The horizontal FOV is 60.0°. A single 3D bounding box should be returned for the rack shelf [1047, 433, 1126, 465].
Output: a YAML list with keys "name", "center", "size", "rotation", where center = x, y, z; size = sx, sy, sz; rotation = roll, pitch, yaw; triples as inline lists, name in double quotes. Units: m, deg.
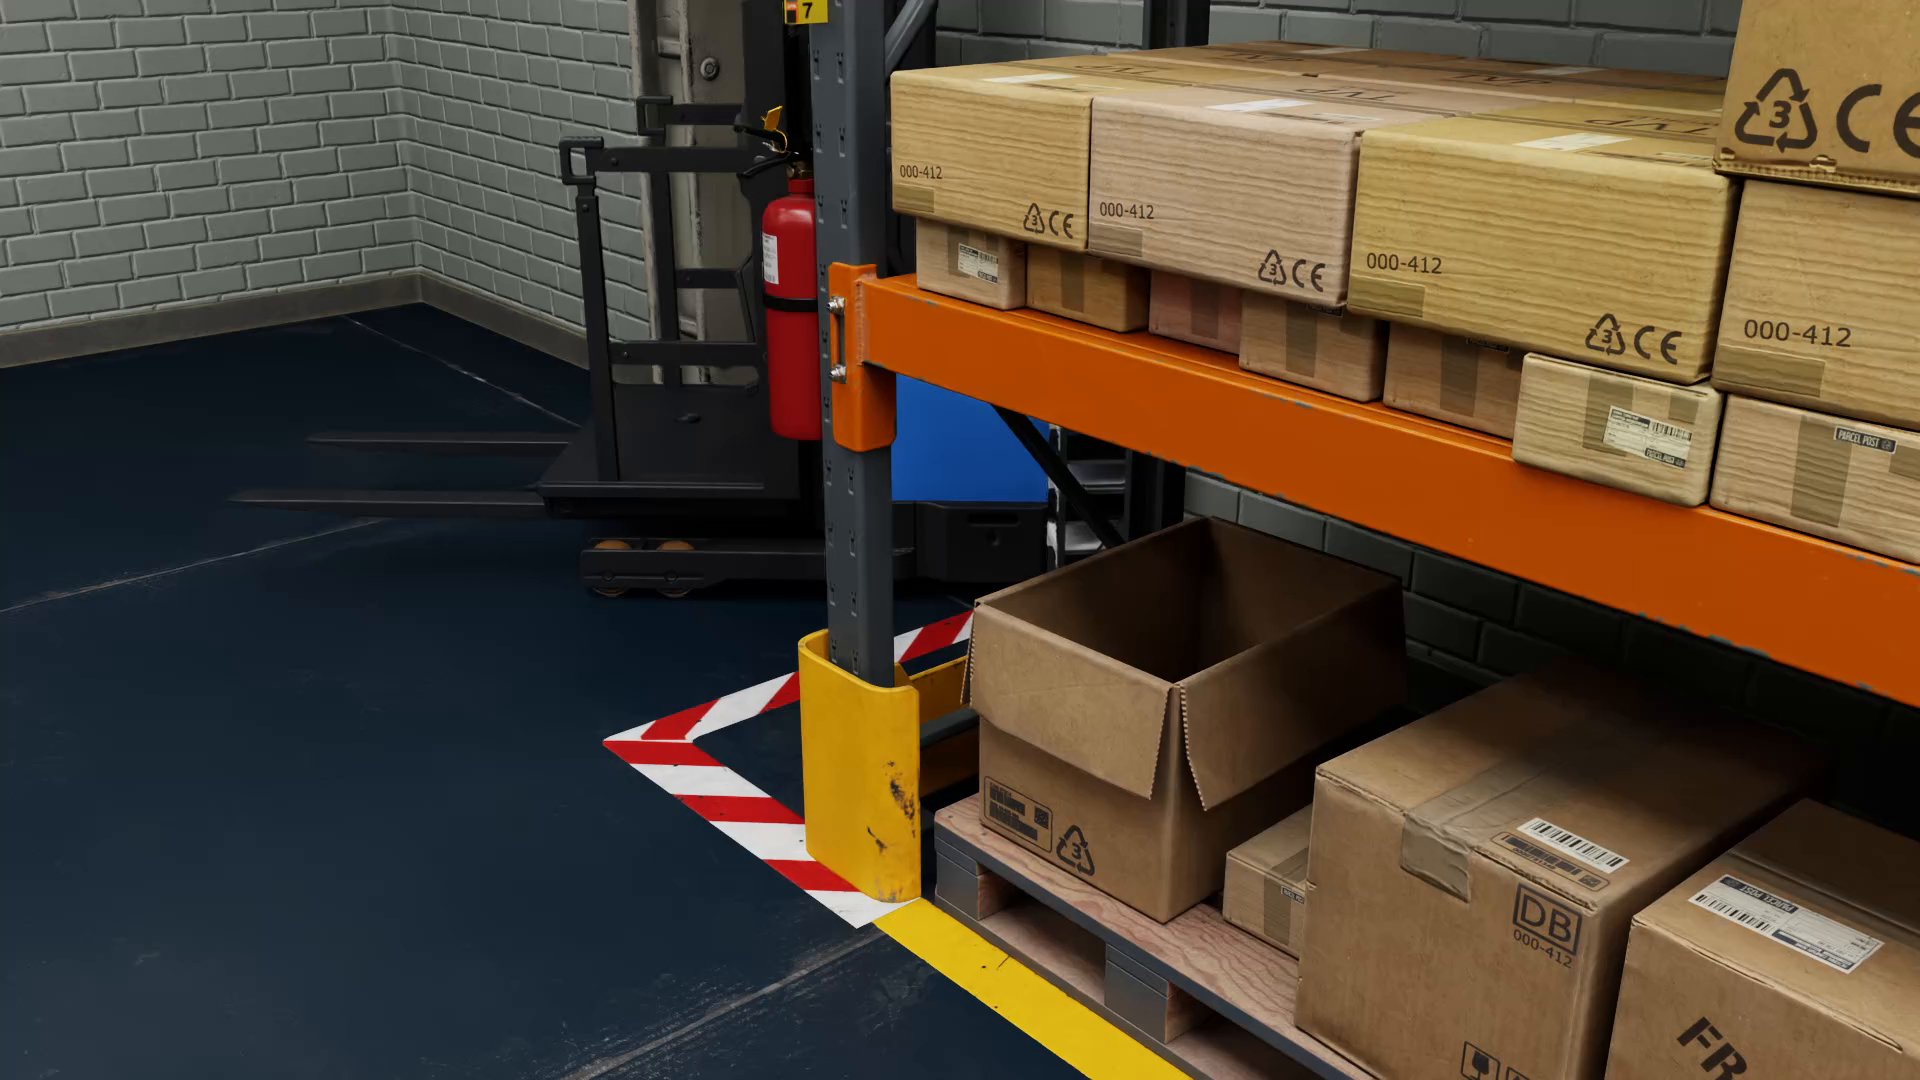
- name: "rack shelf"
  center: [0.387, -0.237, 4.701]
  size: [0.258, 0.077, 0.200]
  rotation: [-2, 21, -4]

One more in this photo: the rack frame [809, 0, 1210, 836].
- name: "rack frame"
  center: [0.133, -0.825, 3.478]
  size: [1.000, 3.000, 0.127]
  rotation: [-17, 27, -37]

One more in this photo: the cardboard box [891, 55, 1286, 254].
- name: "cardboard box"
  center: [0.225, -0.704, 2.967]
  size: [0.500, 0.250, 0.500]
  rotation: [-17, 27, -37]

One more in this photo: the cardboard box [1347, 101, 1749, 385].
- name: "cardboard box"
  center: [0.887, -0.426, 2.256]
  size: [0.500, 0.250, 0.500]
  rotation: [-18, 28, -38]

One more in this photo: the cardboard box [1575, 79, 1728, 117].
- name: "cardboard box"
  center: [1.289, -0.549, 2.571]
  size: [0.500, 0.250, 0.500]
  rotation: [-16, 27, -36]

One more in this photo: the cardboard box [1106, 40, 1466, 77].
- name: "cardboard box"
  center: [0.634, -0.830, 3.288]
  size: [0.500, 0.250, 0.500]
  rotation: [-16, 27, -36]

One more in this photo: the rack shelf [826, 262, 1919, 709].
- name: "rack shelf"
  center: [1.438, 0.062, 2.198]
  size: [1.077, 0.370, 4.000]
  rotation: [-17, 27, -37]

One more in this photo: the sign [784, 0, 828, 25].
- name: "sign"
  center: [-0.278, -1.099, 2.990]
  size: [0.100, 0.325, 0.005]
  rotation: [-17, 27, -37]

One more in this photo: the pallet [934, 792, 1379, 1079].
- name: "pallet"
  center: [0.703, 0.714, 3.371]
  size: [1.003, 0.211, 1.213]
  rotation: [-17, 27, -37]

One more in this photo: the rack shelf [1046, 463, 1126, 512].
- name: "rack shelf"
  center: [0.387, -0.154, 4.734]
  size: [0.258, 0.077, 0.200]
  rotation: [-2, 21, -4]

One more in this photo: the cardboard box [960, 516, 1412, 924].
- name: "cardboard box"
  center: [0.460, 0.333, 3.367]
  size: [0.797, 0.503, 0.637]
  rotation: [-19, 28, -39]

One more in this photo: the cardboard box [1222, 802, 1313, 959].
- name: "cardboard box"
  center: [0.708, 0.625, 3.109]
  size: [0.380, 0.149, 0.250]
  rotation: [-19, 28, -39]

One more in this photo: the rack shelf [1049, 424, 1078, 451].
- name: "rack shelf"
  center: [0.387, -0.321, 4.668]
  size: [0.258, 0.077, 0.200]
  rotation: [-2, 21, -4]

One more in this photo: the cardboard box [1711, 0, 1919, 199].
- name: "cardboard box"
  center: [1.204, -0.639, 1.772]
  size: [0.500, 0.500, 0.500]
  rotation: [-17, 27, -36]

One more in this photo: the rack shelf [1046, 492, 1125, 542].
- name: "rack shelf"
  center: [0.387, -0.070, 4.766]
  size: [0.258, 0.077, 0.200]
  rotation: [-2, 21, -4]

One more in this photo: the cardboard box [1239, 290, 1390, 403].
- name: "cardboard box"
  center: [0.657, -0.344, 2.594]
  size: [0.380, 0.149, 0.250]
  rotation: [-16, 27, -36]

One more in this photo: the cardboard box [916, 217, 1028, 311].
- name: "cardboard box"
  center: [0.139, -0.552, 3.125]
  size: [0.380, 0.149, 0.250]
  rotation: [-18, 27, -38]

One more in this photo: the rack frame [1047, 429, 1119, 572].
- name: "rack frame"
  center: [0.379, -0.222, 4.816]
  size: [0.240, 0.900, 0.006]
  rotation: [-2, 21, -4]

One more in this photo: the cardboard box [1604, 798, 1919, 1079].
- name: "cardboard box"
  center: [1.258, 0.750, 2.308]
  size: [0.500, 0.500, 0.500]
  rotation: [-17, 27, -36]

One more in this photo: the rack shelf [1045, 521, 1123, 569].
- name: "rack shelf"
  center: [0.387, 0.014, 4.799]
  size: [0.258, 0.077, 0.200]
  rotation: [-2, 21, -4]

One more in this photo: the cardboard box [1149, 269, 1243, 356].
- name: "cardboard box"
  center: [0.538, -0.428, 2.809]
  size: [0.380, 0.149, 0.250]
  rotation: [-18, 28, -38]

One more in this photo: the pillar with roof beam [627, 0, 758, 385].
- name: "pillar with roof beam"
  center: [-4.206, -3.553, 2.217]
  size: [9.100, 9.000, 0.400]
  rotation: [-17, 27, -37]

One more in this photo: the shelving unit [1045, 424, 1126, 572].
- name: "shelving unit"
  center: [0.387, -0.185, 4.721]
  size: [0.258, 0.900, 0.210]
  rotation: [-2, 21, -4]

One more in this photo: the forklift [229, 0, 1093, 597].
- name: "forklift"
  center: [-0.762, -1.385, 5.000]
  size: [3.031, 2.935, 1.130]
  rotation: [1, 21, 2]

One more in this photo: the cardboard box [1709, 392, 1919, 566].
- name: "cardboard box"
  center: [1.130, -0.116, 2.013]
  size: [0.380, 0.149, 0.250]
  rotation: [-17, 27, -36]

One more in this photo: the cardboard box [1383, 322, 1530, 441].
- name: "cardboard box"
  center: [0.835, -0.272, 2.410]
  size: [0.380, 0.149, 0.250]
  rotation: [-17, 27, -37]

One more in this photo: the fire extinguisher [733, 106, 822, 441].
- name: "fire extinguisher"
  center: [-0.313, -0.546, 3.383]
  size: [0.296, 0.674, 0.183]
  rotation: [-17, 27, -37]

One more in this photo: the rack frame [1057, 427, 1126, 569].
- name: "rack frame"
  center: [0.394, -0.148, 4.627]
  size: [0.240, 0.900, 0.006]
  rotation: [-2, 21, -4]

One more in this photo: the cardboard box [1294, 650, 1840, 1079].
- name: "cardboard box"
  center: [0.989, 0.580, 2.741]
  size: [0.700, 0.500, 0.500]
  rotation: [-16, 27, -35]

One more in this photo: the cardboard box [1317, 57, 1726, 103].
- name: "cardboard box"
  center: [0.970, -0.687, 2.923]
  size: [0.500, 0.250, 0.500]
  rotation: [-17, 27, -37]

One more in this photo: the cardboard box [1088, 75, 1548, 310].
- name: "cardboard box"
  center: [0.554, -0.565, 2.612]
  size: [0.500, 0.250, 0.500]
  rotation: [-17, 27, -37]

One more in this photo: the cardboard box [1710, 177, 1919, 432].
- name: "cardboard box"
  center: [1.237, -0.290, 1.908]
  size: [0.500, 0.250, 0.500]
  rotation: [-18, 28, -39]

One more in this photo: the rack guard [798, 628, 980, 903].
- name: "rack guard"
  center: [0.182, 0.360, 3.880]
  size: [1.175, 0.500, 0.348]
  rotation: [-17, 27, -37]

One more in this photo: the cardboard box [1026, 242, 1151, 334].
- name: "cardboard box"
  center: [0.341, -0.493, 2.974]
  size: [0.380, 0.149, 0.250]
  rotation: [-17, 27, -36]

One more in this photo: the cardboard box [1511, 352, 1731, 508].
- name: "cardboard box"
  center: [0.943, -0.184, 2.186]
  size: [0.380, 0.149, 0.250]
  rotation: [-18, 28, -39]
